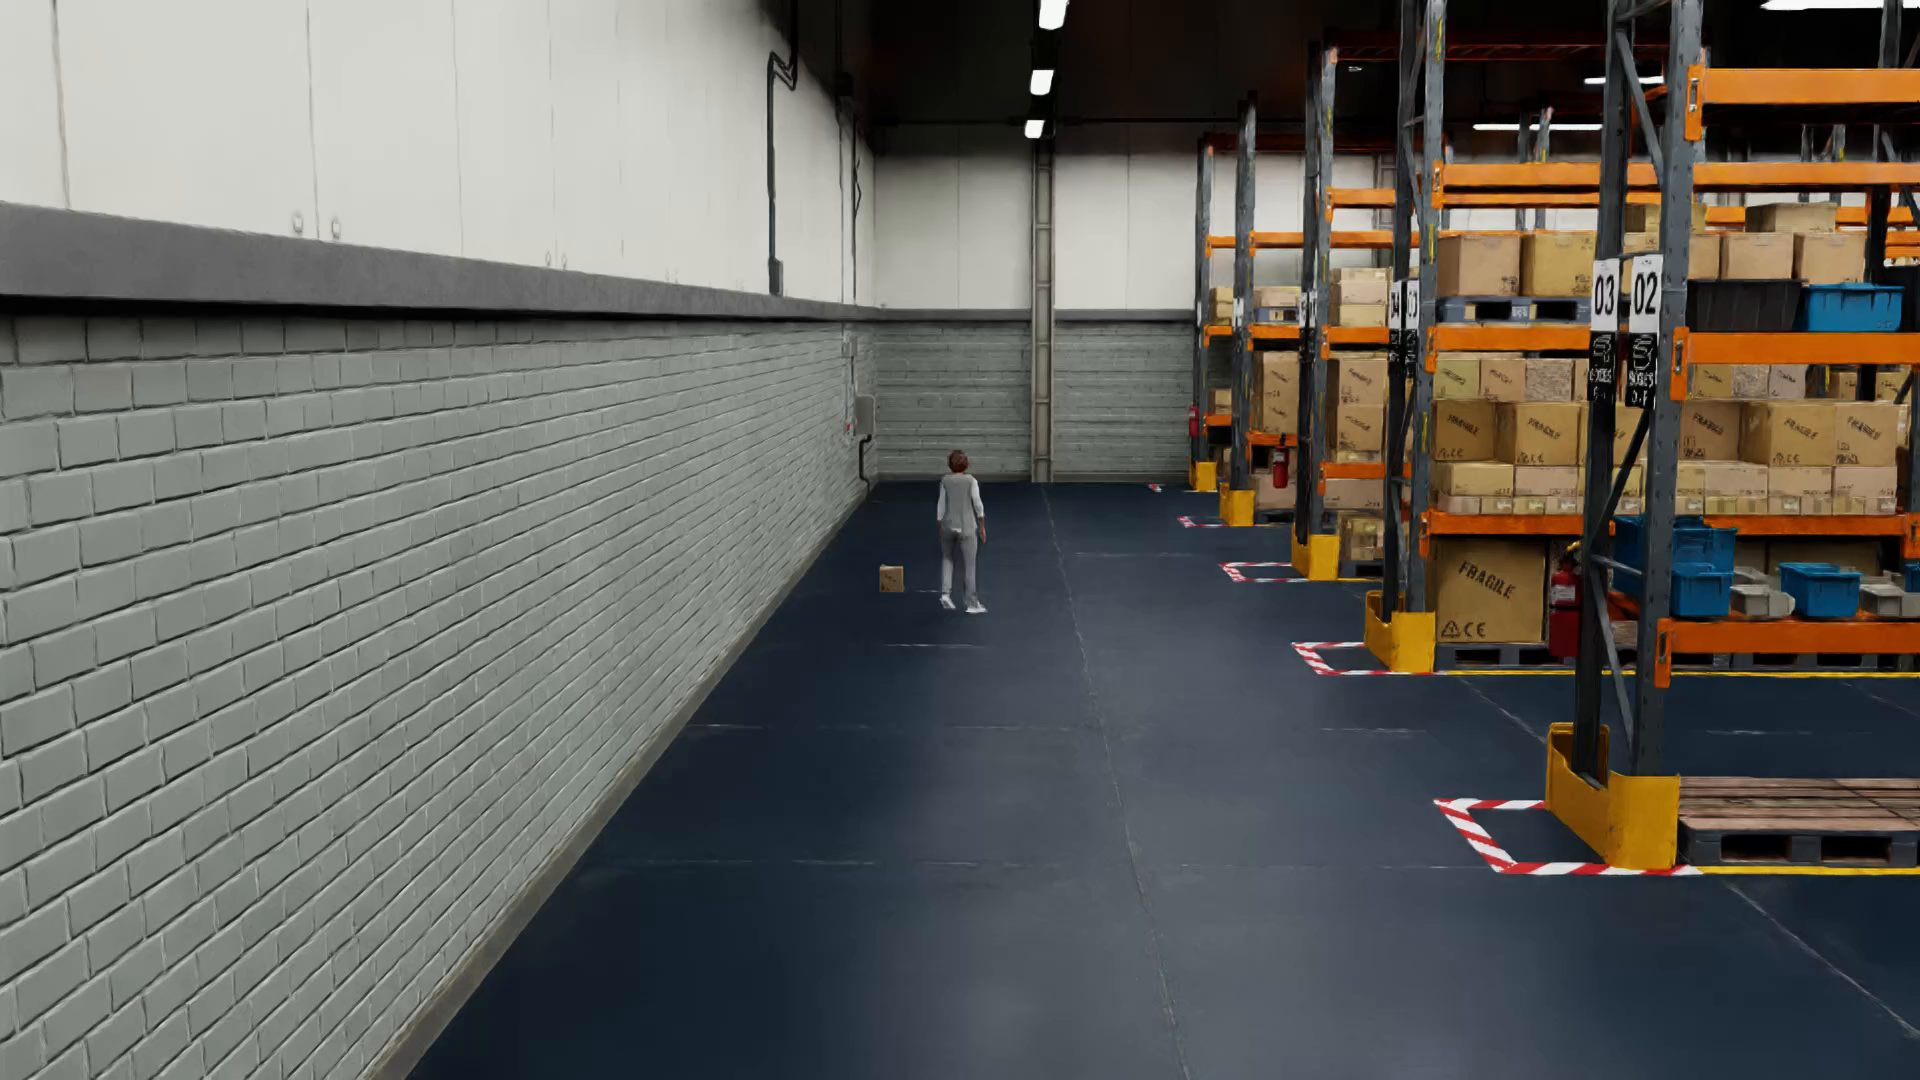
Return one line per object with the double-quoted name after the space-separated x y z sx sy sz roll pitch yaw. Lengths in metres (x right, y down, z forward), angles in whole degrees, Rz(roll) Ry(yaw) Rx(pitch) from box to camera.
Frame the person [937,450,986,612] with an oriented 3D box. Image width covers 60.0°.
0.000 -0.074 16.298 0.467 1.594 0.402 2 8 15 "person"
